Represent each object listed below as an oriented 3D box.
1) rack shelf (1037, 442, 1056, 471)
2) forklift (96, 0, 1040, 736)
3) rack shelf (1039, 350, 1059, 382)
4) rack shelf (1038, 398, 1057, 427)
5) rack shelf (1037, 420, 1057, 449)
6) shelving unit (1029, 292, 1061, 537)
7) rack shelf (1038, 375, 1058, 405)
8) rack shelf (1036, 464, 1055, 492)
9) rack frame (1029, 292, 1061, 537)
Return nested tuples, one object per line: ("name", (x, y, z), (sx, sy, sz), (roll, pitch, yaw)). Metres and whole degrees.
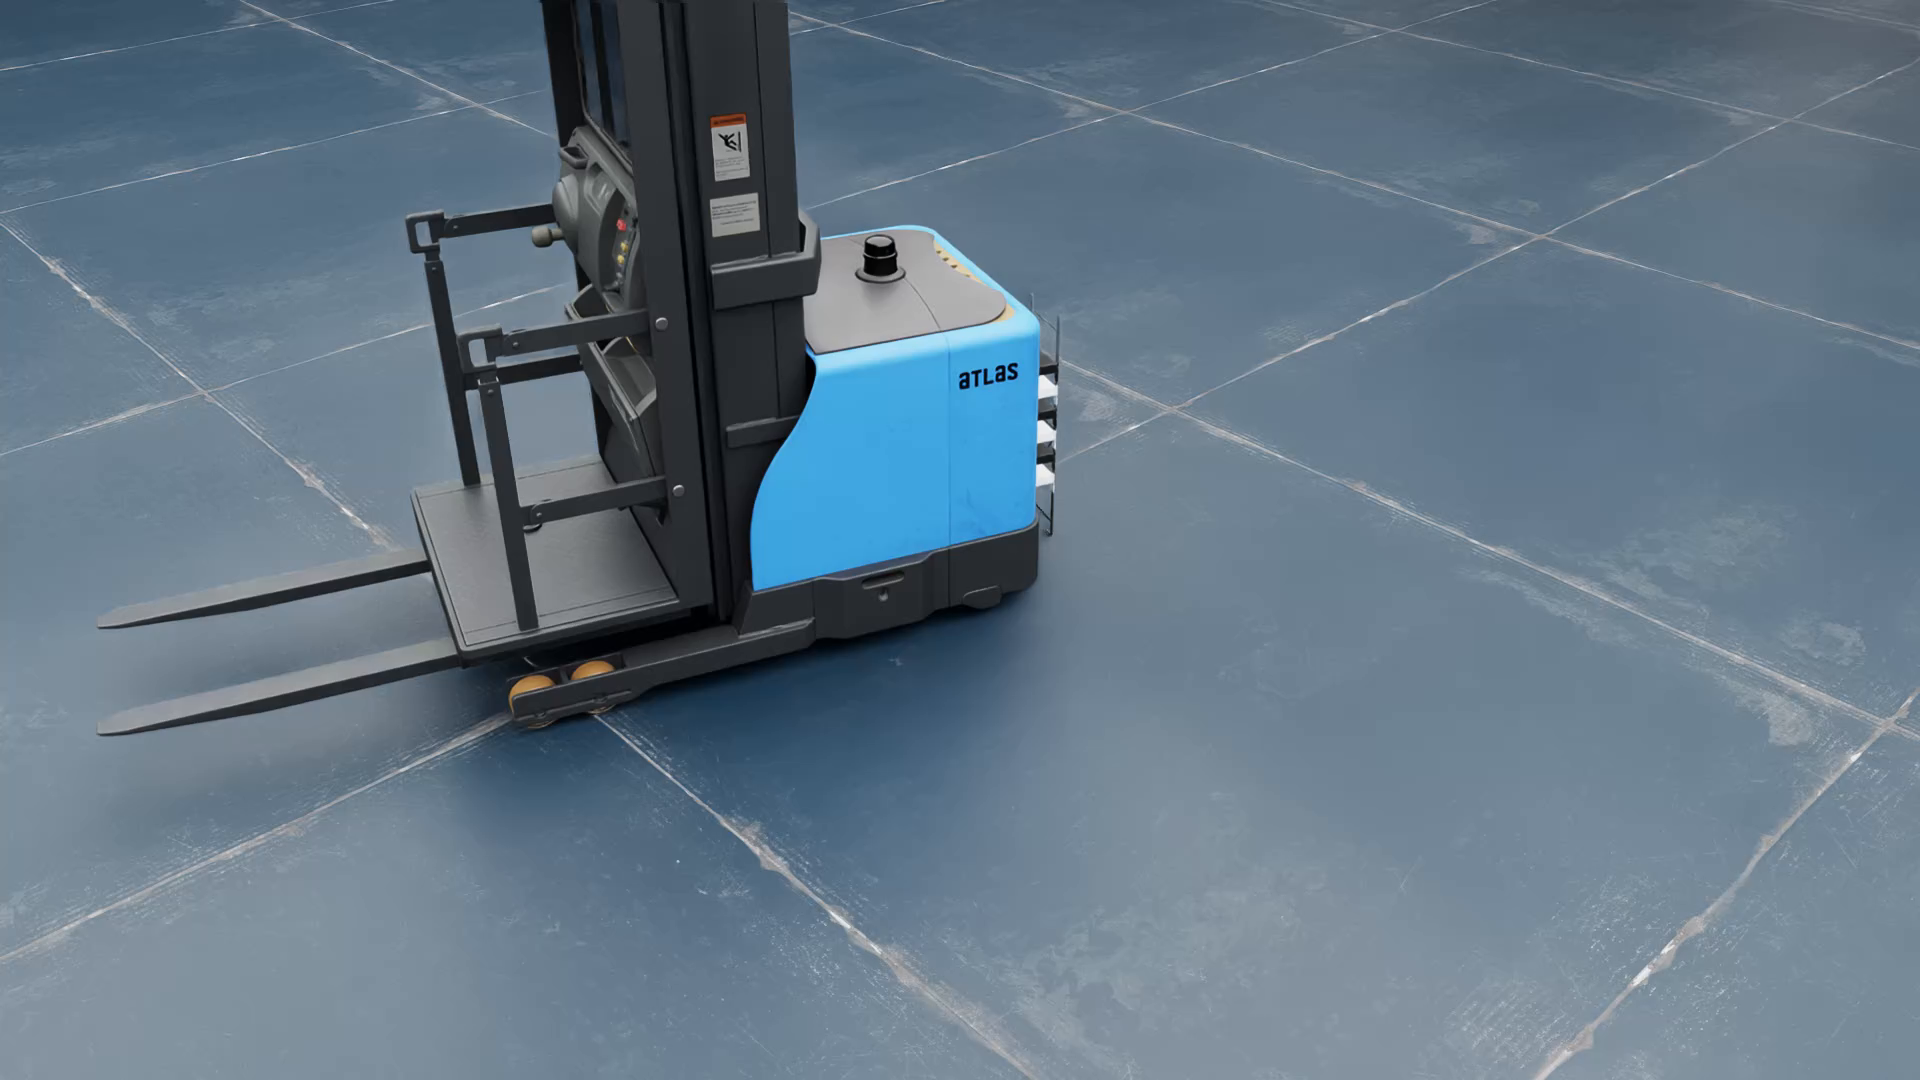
("rack shelf", (0.208, -0.325, 6.156), (0.200, 0.077, 0.258), (-13, 34, -20))
("forklift", (-1.287, -0.967, 5.022), (3.031, 2.935, 1.130), (-13, 34, -20))
("rack shelf", (0.208, -0.632, 5.968), (0.200, 0.077, 0.258), (-13, 34, -20))
("rack shelf", (0.208, -0.479, 6.062), (0.200, 0.077, 0.258), (-13, 34, -20))
("rack shelf", (0.208, -0.402, 6.109), (0.200, 0.077, 0.258), (-13, 34, -20))
("shelving unit", (0.208, -0.430, 6.091), (0.210, 0.900, 0.258), (-13, 34, -20))
("rack shelf", (0.208, -0.556, 6.015), (0.200, 0.077, 0.258), (-13, 34, -20))
("rack shelf", (0.208, -0.248, 6.203), (0.200, 0.077, 0.258), (-13, 34, -20))
("rack frame", (0.301, -0.452, 6.126), (0.006, 0.900, 0.240), (-13, 34, -20))
